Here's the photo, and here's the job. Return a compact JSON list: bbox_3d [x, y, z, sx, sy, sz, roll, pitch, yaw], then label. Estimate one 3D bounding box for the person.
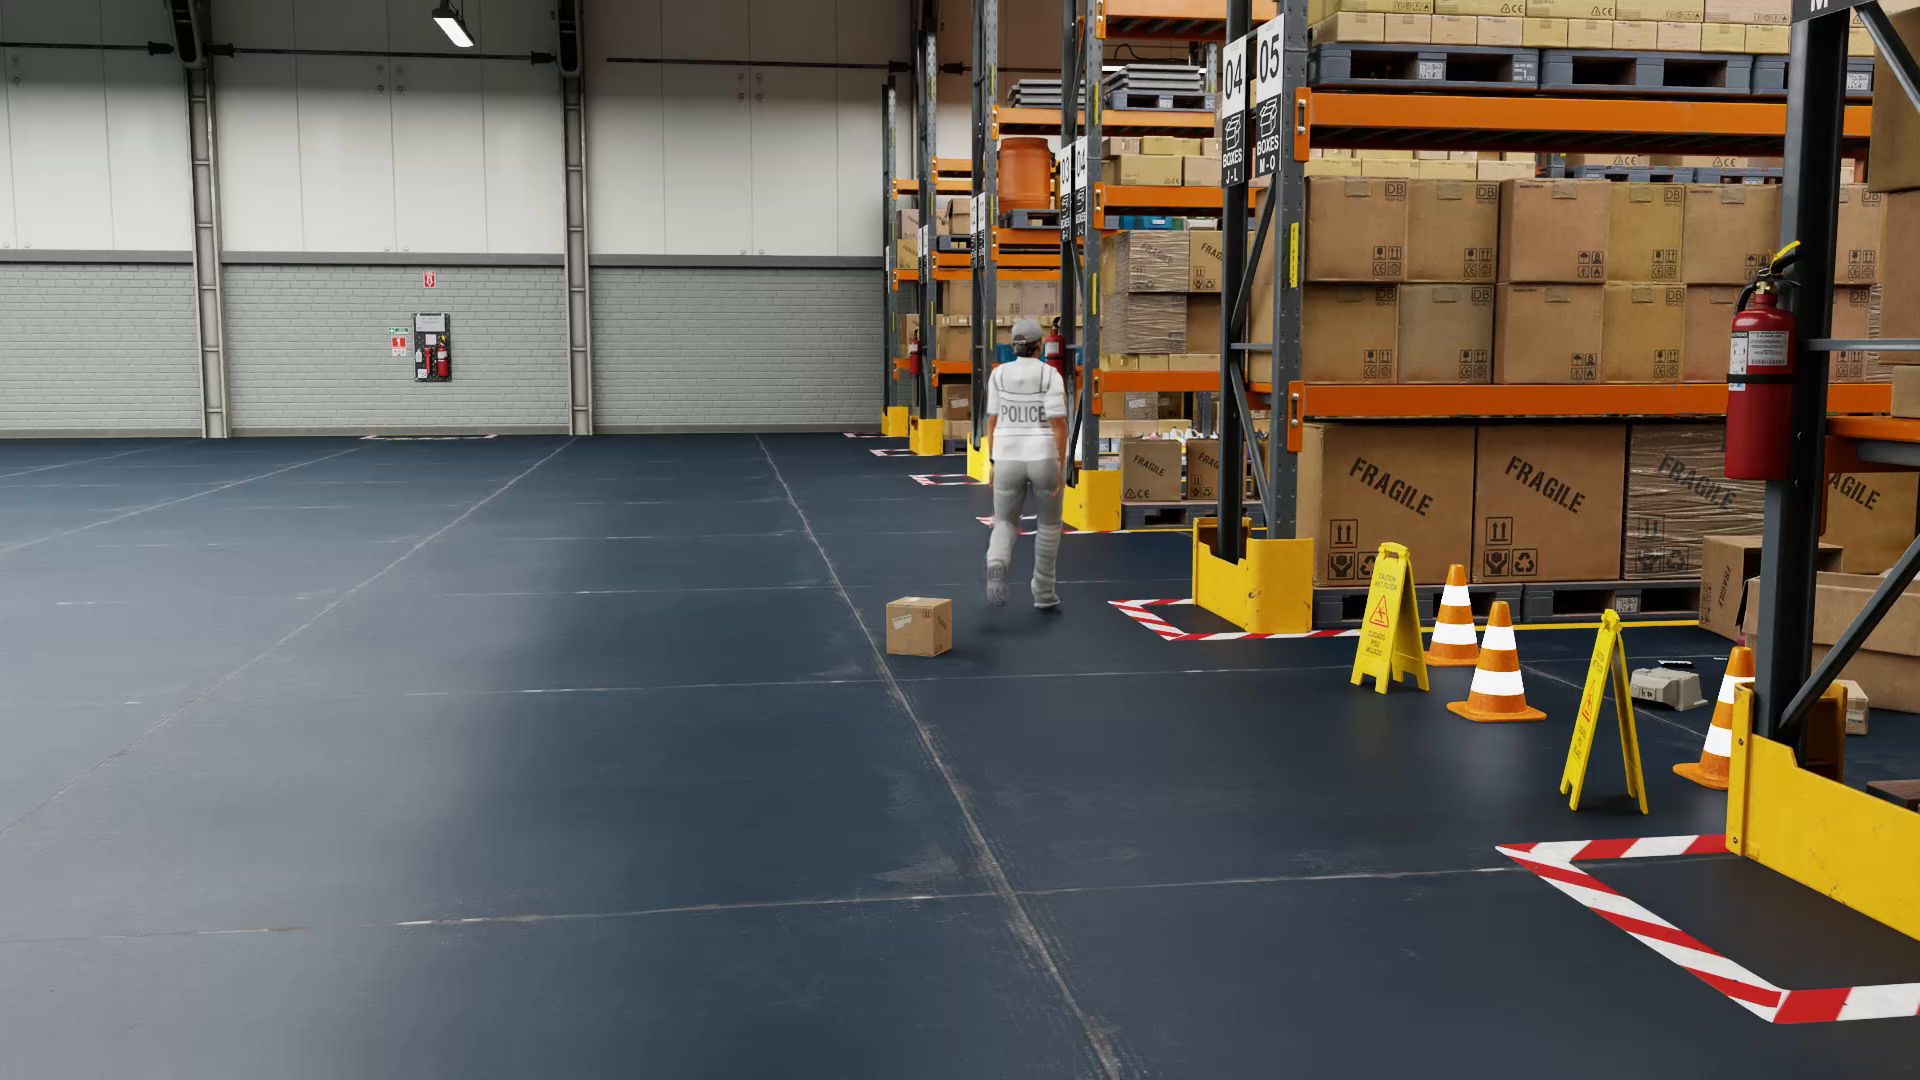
[{"bbox_3d":[0.375,-0.416,9.301,0.472,1.641,0.674,2,7,13],"label":"person"}]
